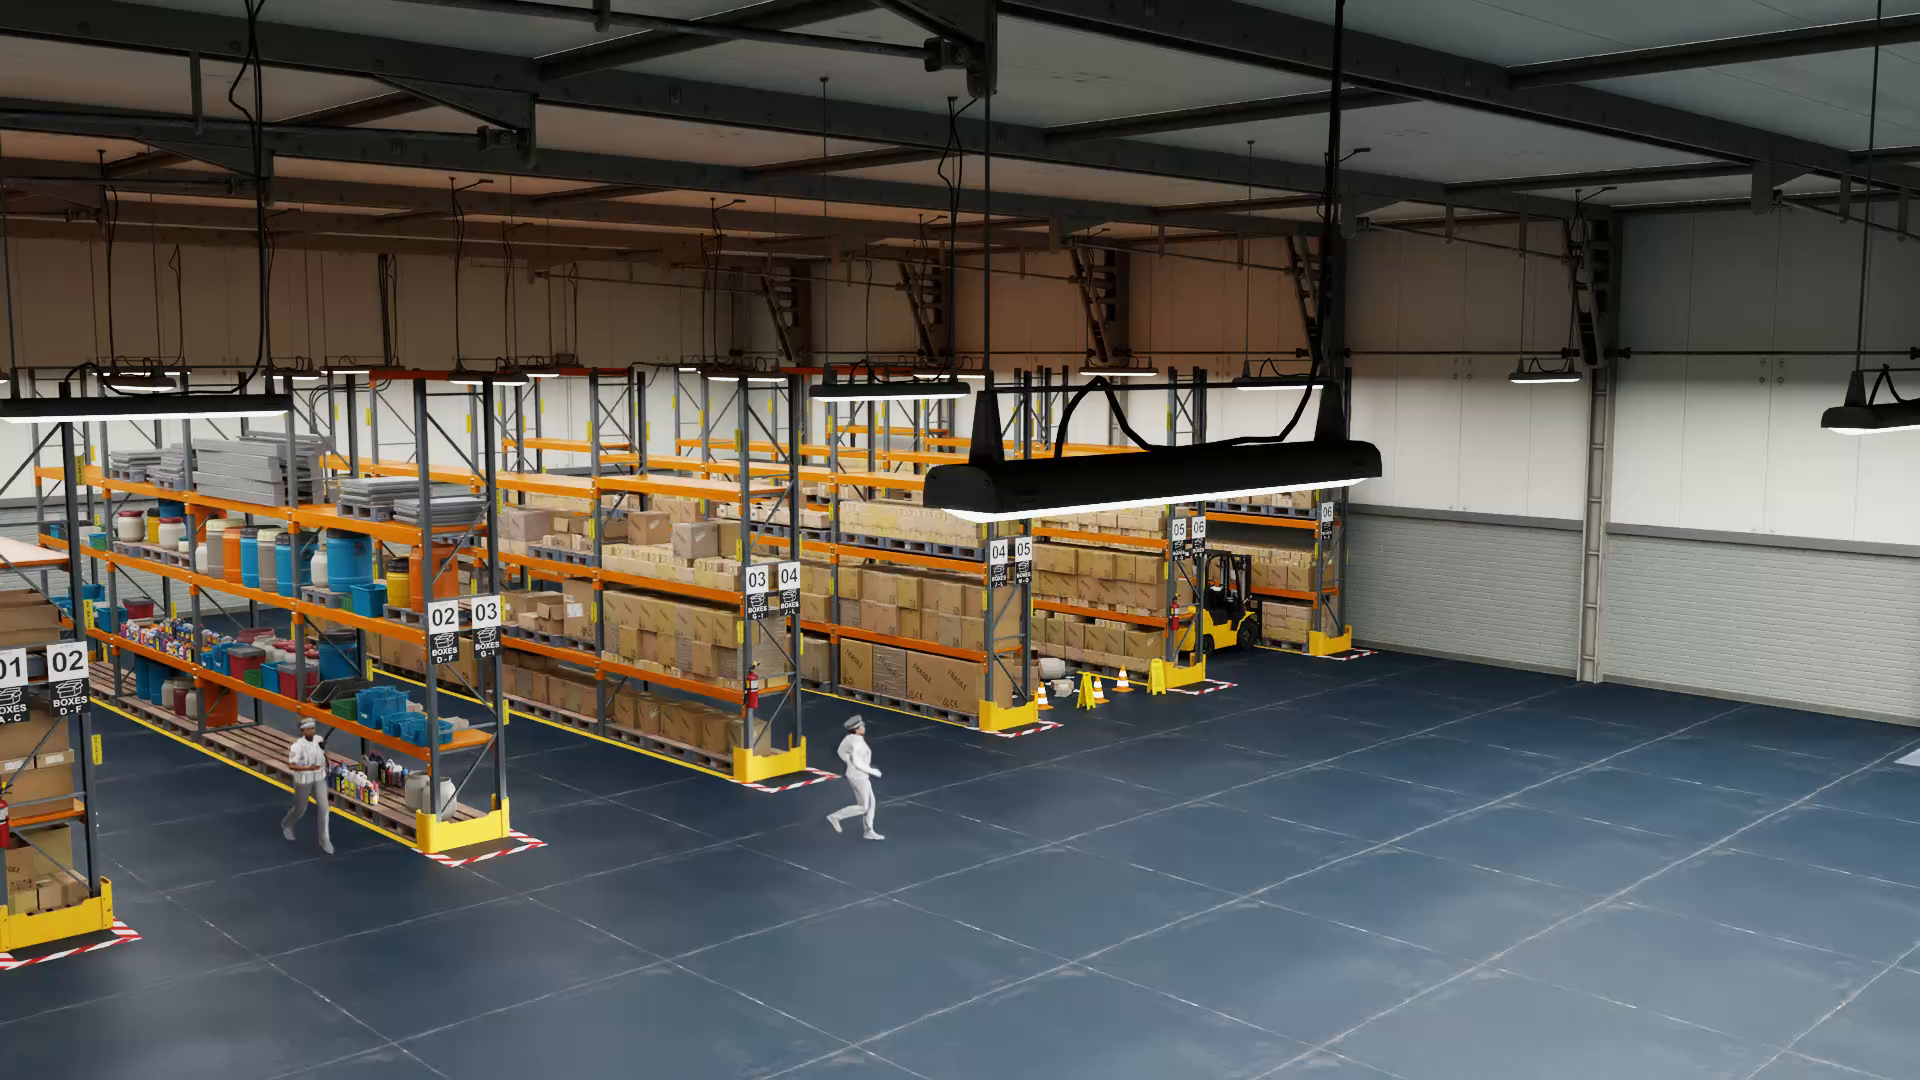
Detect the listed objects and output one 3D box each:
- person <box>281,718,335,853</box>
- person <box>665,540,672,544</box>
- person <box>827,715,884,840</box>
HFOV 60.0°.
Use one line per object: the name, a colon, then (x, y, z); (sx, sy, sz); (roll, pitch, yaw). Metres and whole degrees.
person: (-8.338, 3.093, 21.286); (0.934, 1.728, 0.587); (6, 9, 44)
person: (-7.889, 0.494, 43.983); (0.870, 1.780, 0.709); (-2, 7, -17)
person: (-1.367, 3.091, 21.553); (0.774, 1.683, 0.626); (-2, 7, -17)
